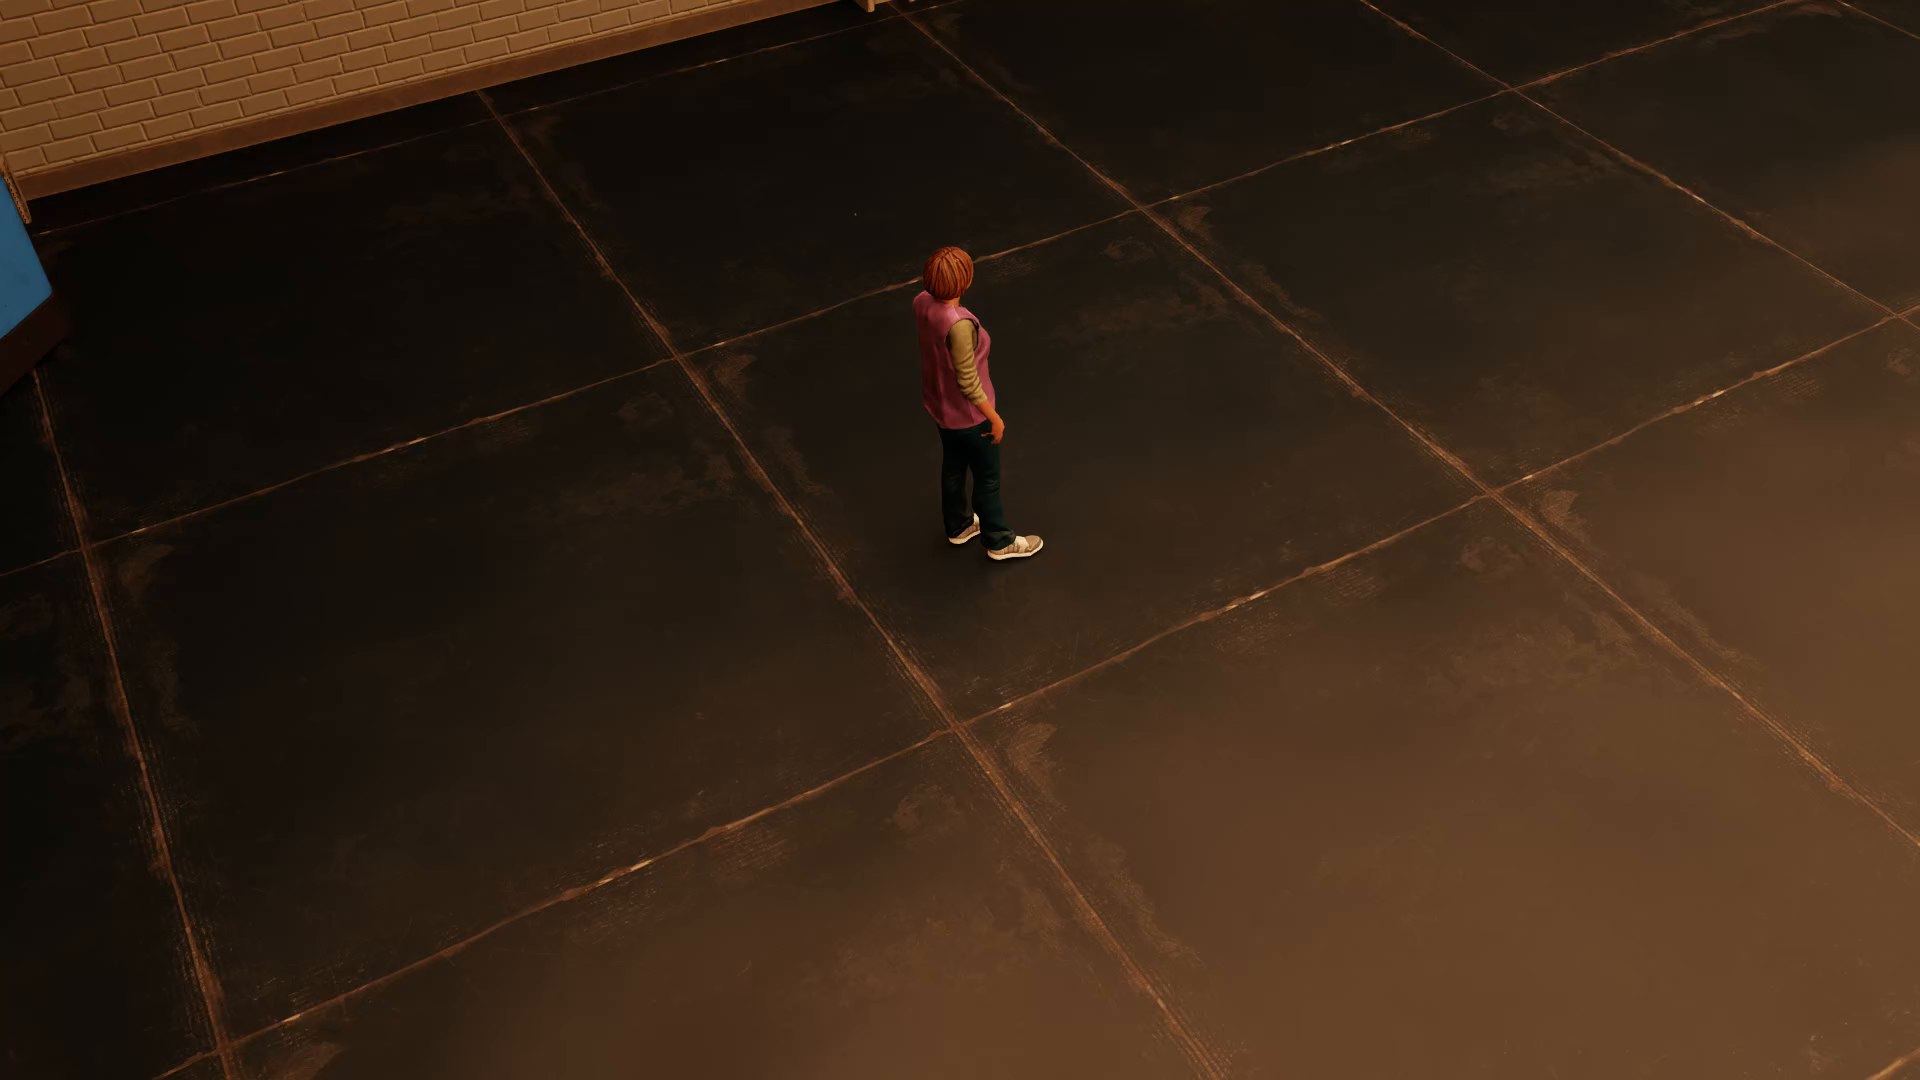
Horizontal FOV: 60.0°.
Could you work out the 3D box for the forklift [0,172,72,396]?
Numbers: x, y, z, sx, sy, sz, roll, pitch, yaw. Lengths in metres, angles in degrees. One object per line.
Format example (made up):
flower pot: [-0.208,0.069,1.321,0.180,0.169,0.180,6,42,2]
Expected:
forklift: [-6.366,-2.100,7.962,3.031,2.935,1.130,9,44,10]

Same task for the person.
person: [0.072,-0.607,7.324,0.473,1.595,0.520,-21,47,-21]
